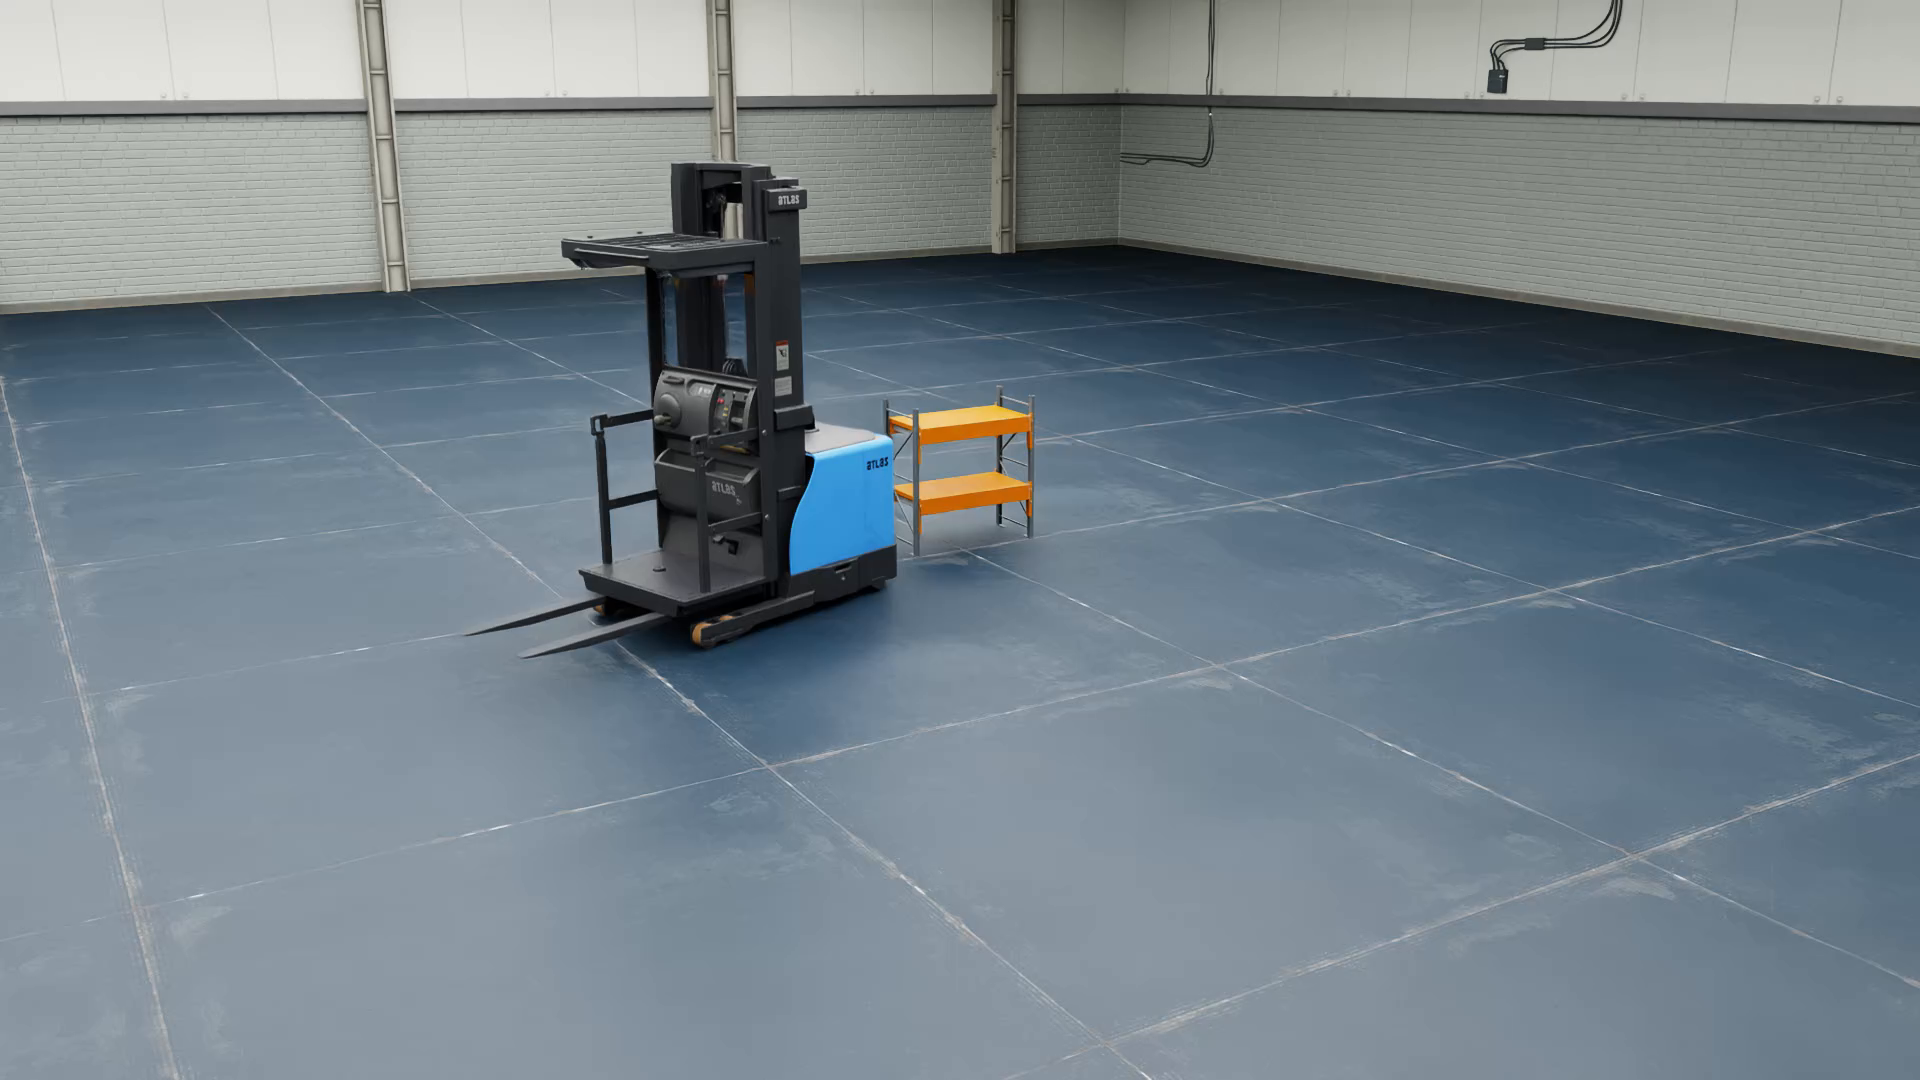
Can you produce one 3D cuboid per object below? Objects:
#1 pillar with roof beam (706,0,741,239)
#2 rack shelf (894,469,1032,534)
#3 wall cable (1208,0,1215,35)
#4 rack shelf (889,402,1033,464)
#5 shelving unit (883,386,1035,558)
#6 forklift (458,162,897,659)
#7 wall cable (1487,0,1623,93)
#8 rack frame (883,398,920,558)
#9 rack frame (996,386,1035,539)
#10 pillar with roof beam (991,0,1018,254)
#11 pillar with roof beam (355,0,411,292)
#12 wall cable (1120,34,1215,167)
[{"bbox_3d":[-2.048,-8.335,25.971,0.400,9.000,9.100,-9,18,-30],"label":"pillar with roof beam"},{"bbox_3d":[-0.006,-0.305,12.821,1.000,0.278,0.538,-9,18,-30],"label":"rack shelf"},{"bbox_3d":[5.478,-10.579,30.374,0.112,2.526,3.097,-9,18,-30],"label":"wall cable"},{"bbox_3d":[-0.006,-0.823,12.676,1.000,0.278,0.538,-9,18,-30],"label":"rack shelf"},{"bbox_3d":[-0.006,-0.541,12.755,1.048,1.125,0.538,-9,18,-30],"label":"shelving unit"},{"bbox_3d":[-1.793,-0.879,10.617,1.130,2.935,3.031,13,20,39],"label":"forklift"},{"bbox_3d":[8.960,-9.707,24.567,0.169,6.003,2.305,-9,18,-30],"label":"wall cable"},{"bbox_3d":[-0.442,-0.470,12.503,0.032,1.125,0.500,-9,18,-30],"label":"rack frame"},{"bbox_3d":[0.430,-0.611,13.007,0.032,1.125,0.500,-9,18,-30],"label":"rack frame"},{"bbox_3d":[3.095,-9.169,28.947,0.400,9.000,9.100,-9,18,-30],"label":"pillar with roof beam"},{"bbox_3d":[-7.191,-7.501,22.996,0.400,9.000,9.100,-9,18,-30],"label":"pillar with roof beam"},{"bbox_3d":[4.084,-8.773,33.288,0.112,2.526,3.097,-9,18,-30],"label":"wall cable"}]
